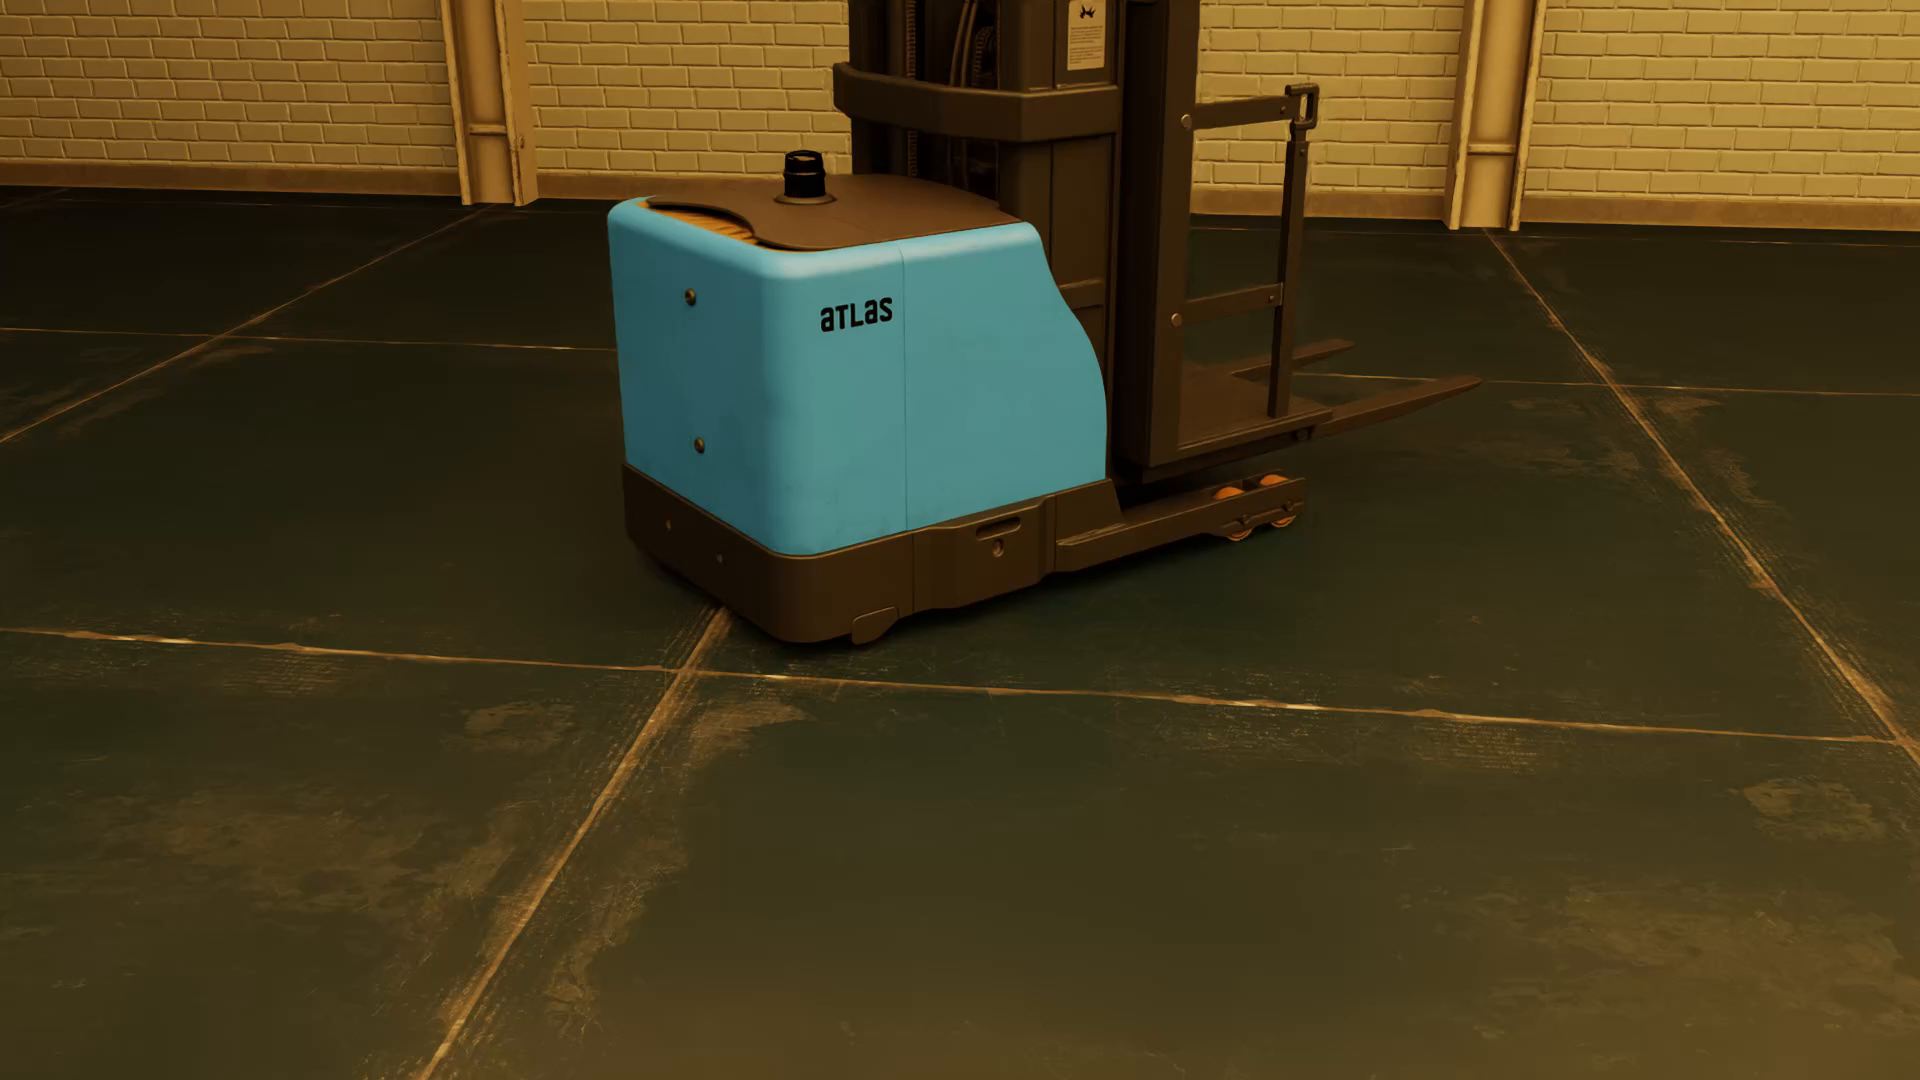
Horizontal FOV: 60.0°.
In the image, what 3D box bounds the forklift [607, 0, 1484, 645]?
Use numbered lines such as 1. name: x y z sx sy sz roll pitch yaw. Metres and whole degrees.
1. forklift: 0.482 -1.500 4.979 3.031 2.935 1.130 -15 27 -33
